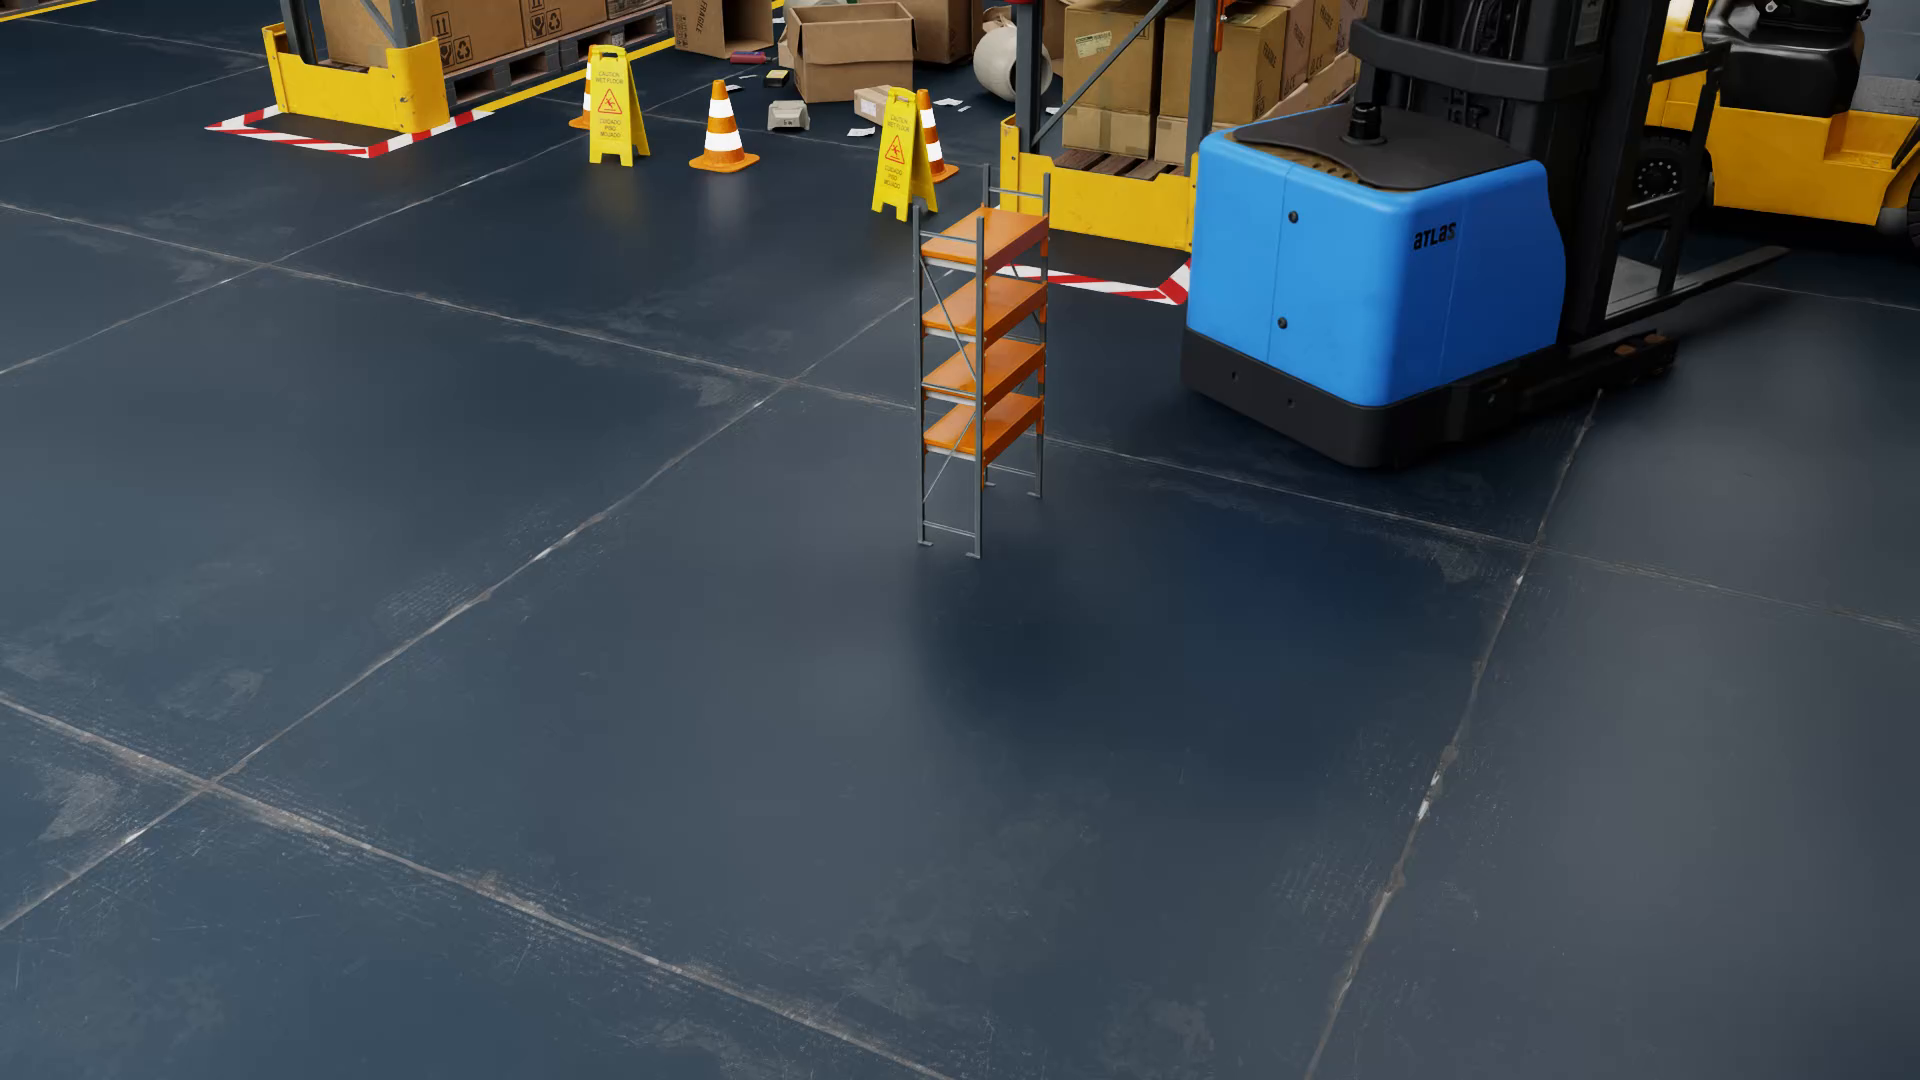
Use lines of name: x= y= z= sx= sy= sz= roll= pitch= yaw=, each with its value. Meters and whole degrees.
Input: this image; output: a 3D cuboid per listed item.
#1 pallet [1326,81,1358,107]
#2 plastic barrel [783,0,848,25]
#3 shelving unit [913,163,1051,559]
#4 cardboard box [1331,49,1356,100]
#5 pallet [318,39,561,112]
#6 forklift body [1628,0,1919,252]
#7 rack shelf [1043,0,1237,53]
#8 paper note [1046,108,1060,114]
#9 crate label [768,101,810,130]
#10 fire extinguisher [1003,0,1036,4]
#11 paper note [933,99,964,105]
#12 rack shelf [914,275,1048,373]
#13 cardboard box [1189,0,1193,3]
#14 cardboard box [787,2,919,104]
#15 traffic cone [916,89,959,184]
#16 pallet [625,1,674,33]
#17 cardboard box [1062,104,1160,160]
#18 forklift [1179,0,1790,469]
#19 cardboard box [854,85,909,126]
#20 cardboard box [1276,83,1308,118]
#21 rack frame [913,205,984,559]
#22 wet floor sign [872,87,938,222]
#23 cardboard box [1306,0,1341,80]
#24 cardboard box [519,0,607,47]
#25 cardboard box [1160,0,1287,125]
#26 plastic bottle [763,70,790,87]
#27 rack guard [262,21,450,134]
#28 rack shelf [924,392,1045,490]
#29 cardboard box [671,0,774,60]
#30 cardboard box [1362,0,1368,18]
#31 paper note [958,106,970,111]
pallet: x=1.742 y=-2.593 z=10.053 sx=1.003 sy=0.211 sz=1.213 roll=14 pitch=33 yaw=23
plastic barrel: x=-1.033 y=-3.760 z=11.873 sx=0.421 sy=0.421 sz=0.512 roll=-12 pitch=32 yaw=-20
shelving unit: x=0.075 y=-0.594 z=5.579 sx=0.258 sy=1.200 sz=0.503 roll=14 pitch=33 yaw=23
cardboard box: x=2.072 y=-2.854 z=10.048 sx=0.500 sy=0.250 sz=0.500 roll=15 pitch=33 yaw=24
pallet: x=-3.409 y=-3.118 z=10.968 sx=1.003 sy=0.211 sz=1.213 roll=14 pitch=33 yaw=23
forklift body: x=4.409 y=-2.639 z=8.186 sx=2.313 sy=2.155 sz=1.214 roll=14 pitch=33 yaw=23
rack shelf: x=1.660 y=-3.452 z=9.471 sx=1.077 sy=0.370 sz=4.000 roll=14 pitch=33 yaw=23
paper note: x=0.609 y=-2.694 z=10.411 sx=0.142 sy=0.019 sz=0.148 roll=4 pitch=30 yaw=6
crate label: x=-1.044 y=-2.583 z=10.110 sx=0.250 sy=0.136 sz=0.298 roll=-1 pitch=30 yaw=-3
fire extinguisher: x=0.287 y=-2.897 z=7.861 sx=0.296 sy=0.674 sz=0.183 roll=14 pitch=33 yaw=23
paper note: x=-0.072 y=-2.798 z=10.603 sx=0.142 sy=0.019 sz=0.148 roll=-25 pitch=38 yaw=-36
rack shelf: x=0.075 y=-0.729 z=5.501 sx=0.258 sy=0.148 sz=0.480 roll=14 pitch=33 yaw=23
cardboard box: x=1.117 y=-2.839 z=9.267 sx=0.500 sy=0.500 sz=0.500 roll=16 pitch=33 yaw=25
cardboard box: x=-0.705 y=-3.148 z=10.726 sx=0.797 sy=0.503 sz=0.637 roll=-7 pitch=31 yaw=-11
traffic cone: x=-0.203 y=-2.260 z=9.221 sx=0.336 sy=0.463 sz=0.334 roll=14 pitch=33 yaw=23
pallet: x=-2.297 y=-4.200 z=12.852 sx=1.003 sy=0.211 sz=1.213 roll=14 pitch=33 yaw=23
cardboard box: x=0.889 y=-2.297 z=9.077 sx=0.500 sy=0.250 sz=0.500 roll=14 pitch=33 yaw=23
forklift: x=2.380 y=-2.101 z=6.466 sx=3.031 sy=2.935 sz=1.130 roll=-20 pitch=35 yaw=-30
cardboard box: x=-0.452 y=-2.680 z=10.267 sx=0.250 sy=0.149 sz=0.380 roll=-18 pitch=34 yaw=-28
cardboard box: x=1.602 y=-2.386 z=9.233 sx=0.500 sy=0.250 sz=0.500 roll=16 pitch=33 yaw=25
rack frame: x=-0.036 y=-0.486 z=5.391 sx=0.240 sy=1.200 sz=0.015 roll=14 pitch=33 yaw=23
wet floor sign: x=-0.290 y=-2.015 z=8.610 sx=0.232 sy=0.644 sz=0.267 roll=-25 pitch=38 yaw=-36
cardboard box: x=1.843 y=-2.951 z=9.463 sx=0.500 sy=0.500 sz=0.500 roll=15 pitch=33 yaw=24
cardboard box: x=-3.055 y=-3.922 z=11.280 sx=0.875 sy=0.875 sz=0.875 roll=14 pitch=33 yaw=23
cardboard box: x=1.373 y=-2.498 z=8.674 sx=0.500 sy=0.500 sz=0.500 roll=13 pitch=32 yaw=22
plastic bottle: x=-1.211 y=-3.072 z=11.038 sx=0.133 sy=0.061 sz=0.283 roll=4 pitch=30 yaw=6
rack guard: x=-3.715 y=-2.861 z=10.230 sx=1.175 sy=0.500 sz=0.348 roll=14 pitch=33 yaw=23
rack shelf: x=0.075 y=-0.363 z=5.711 sx=0.258 sy=0.148 sz=0.480 roll=14 pitch=33 yaw=23
cardboard box: x=-1.675 y=-3.725 z=11.732 sx=0.500 sy=0.500 sz=0.500 roll=21 pitch=36 yaw=32
cardboard box: x=2.310 y=-3.416 z=10.273 sx=0.500 sy=0.500 sz=0.500 roll=15 pitch=33 yaw=24
paper note: x=0.028 y=-2.716 z=10.469 sx=0.032 sy=0.001 sz=0.123 roll=14 pitch=33 yaw=23
